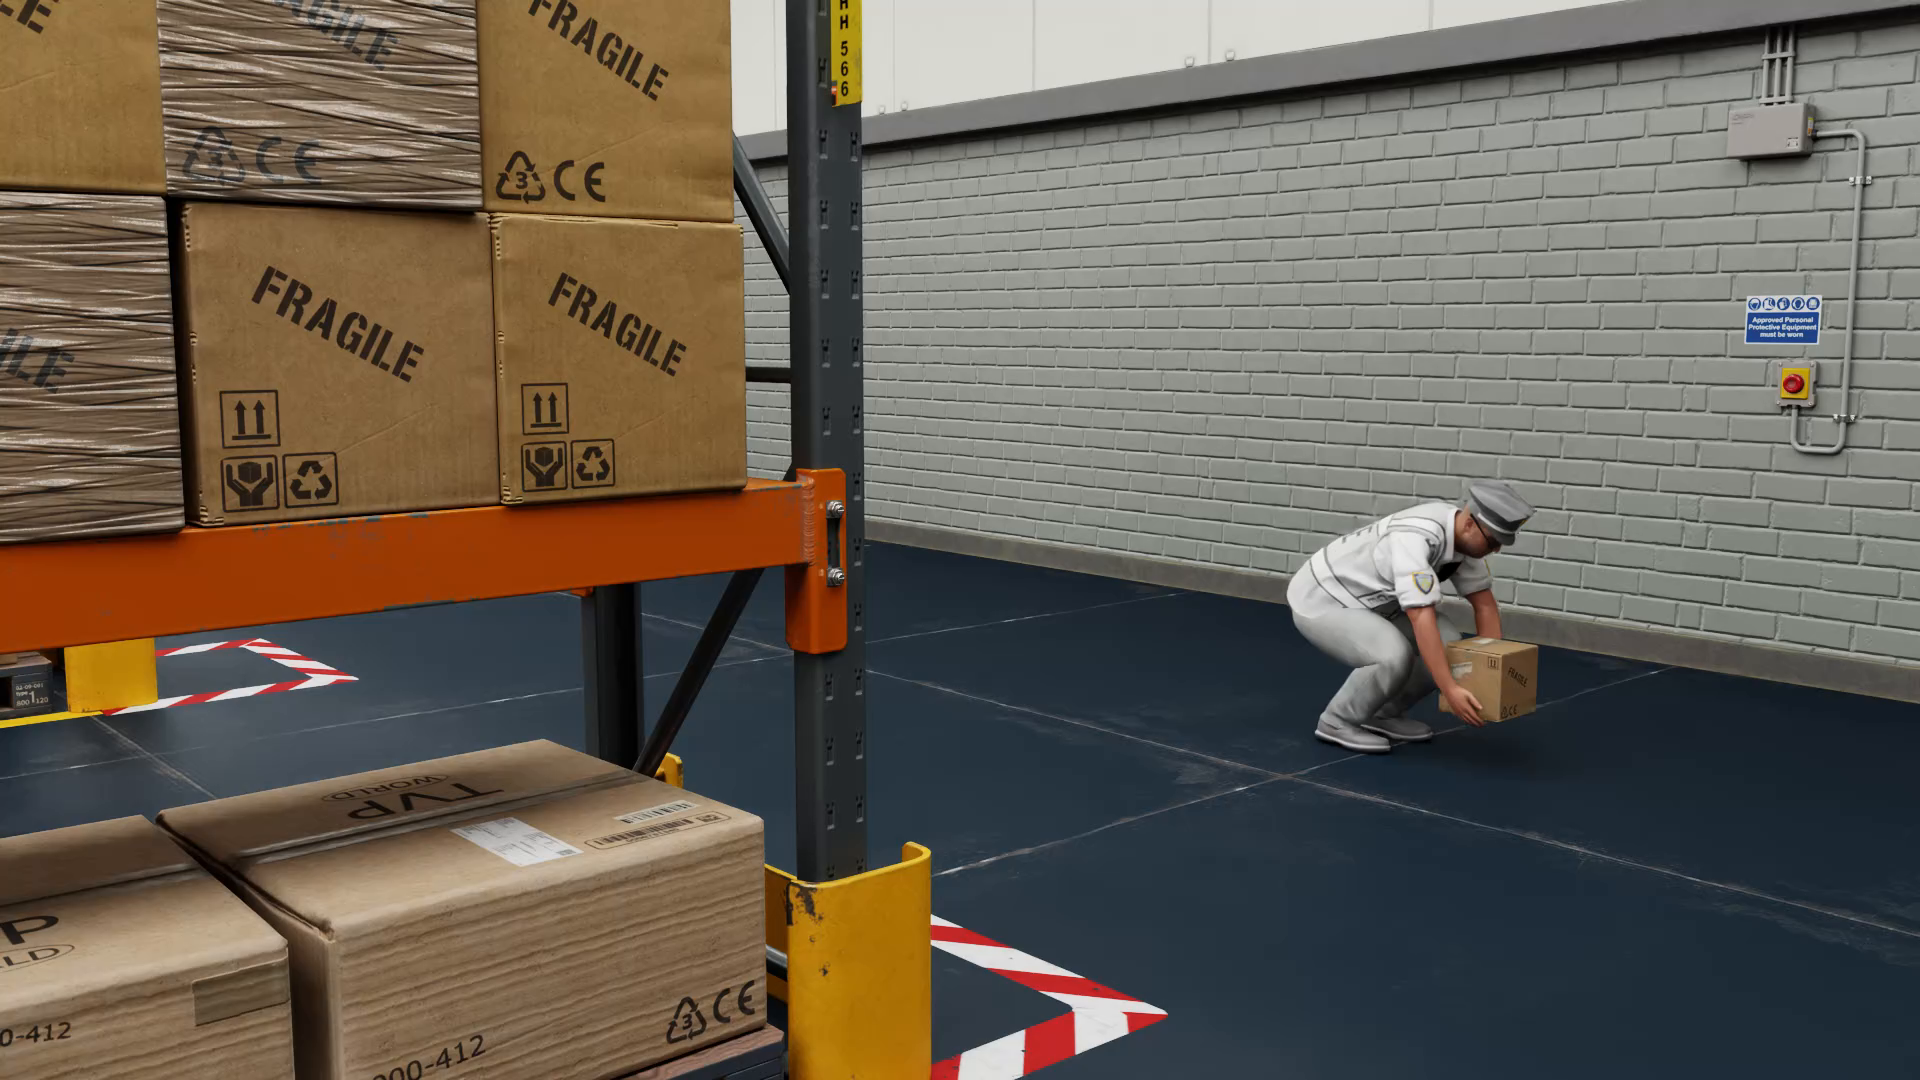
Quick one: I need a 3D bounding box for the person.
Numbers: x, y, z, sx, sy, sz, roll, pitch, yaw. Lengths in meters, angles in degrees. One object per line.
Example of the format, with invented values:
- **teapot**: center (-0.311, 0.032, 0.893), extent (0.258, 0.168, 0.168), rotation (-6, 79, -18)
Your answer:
- **person**: center (1.728, 0.278, 6.364), extent (0.570, 1.051, 0.892), rotation (-6, 10, -41)
